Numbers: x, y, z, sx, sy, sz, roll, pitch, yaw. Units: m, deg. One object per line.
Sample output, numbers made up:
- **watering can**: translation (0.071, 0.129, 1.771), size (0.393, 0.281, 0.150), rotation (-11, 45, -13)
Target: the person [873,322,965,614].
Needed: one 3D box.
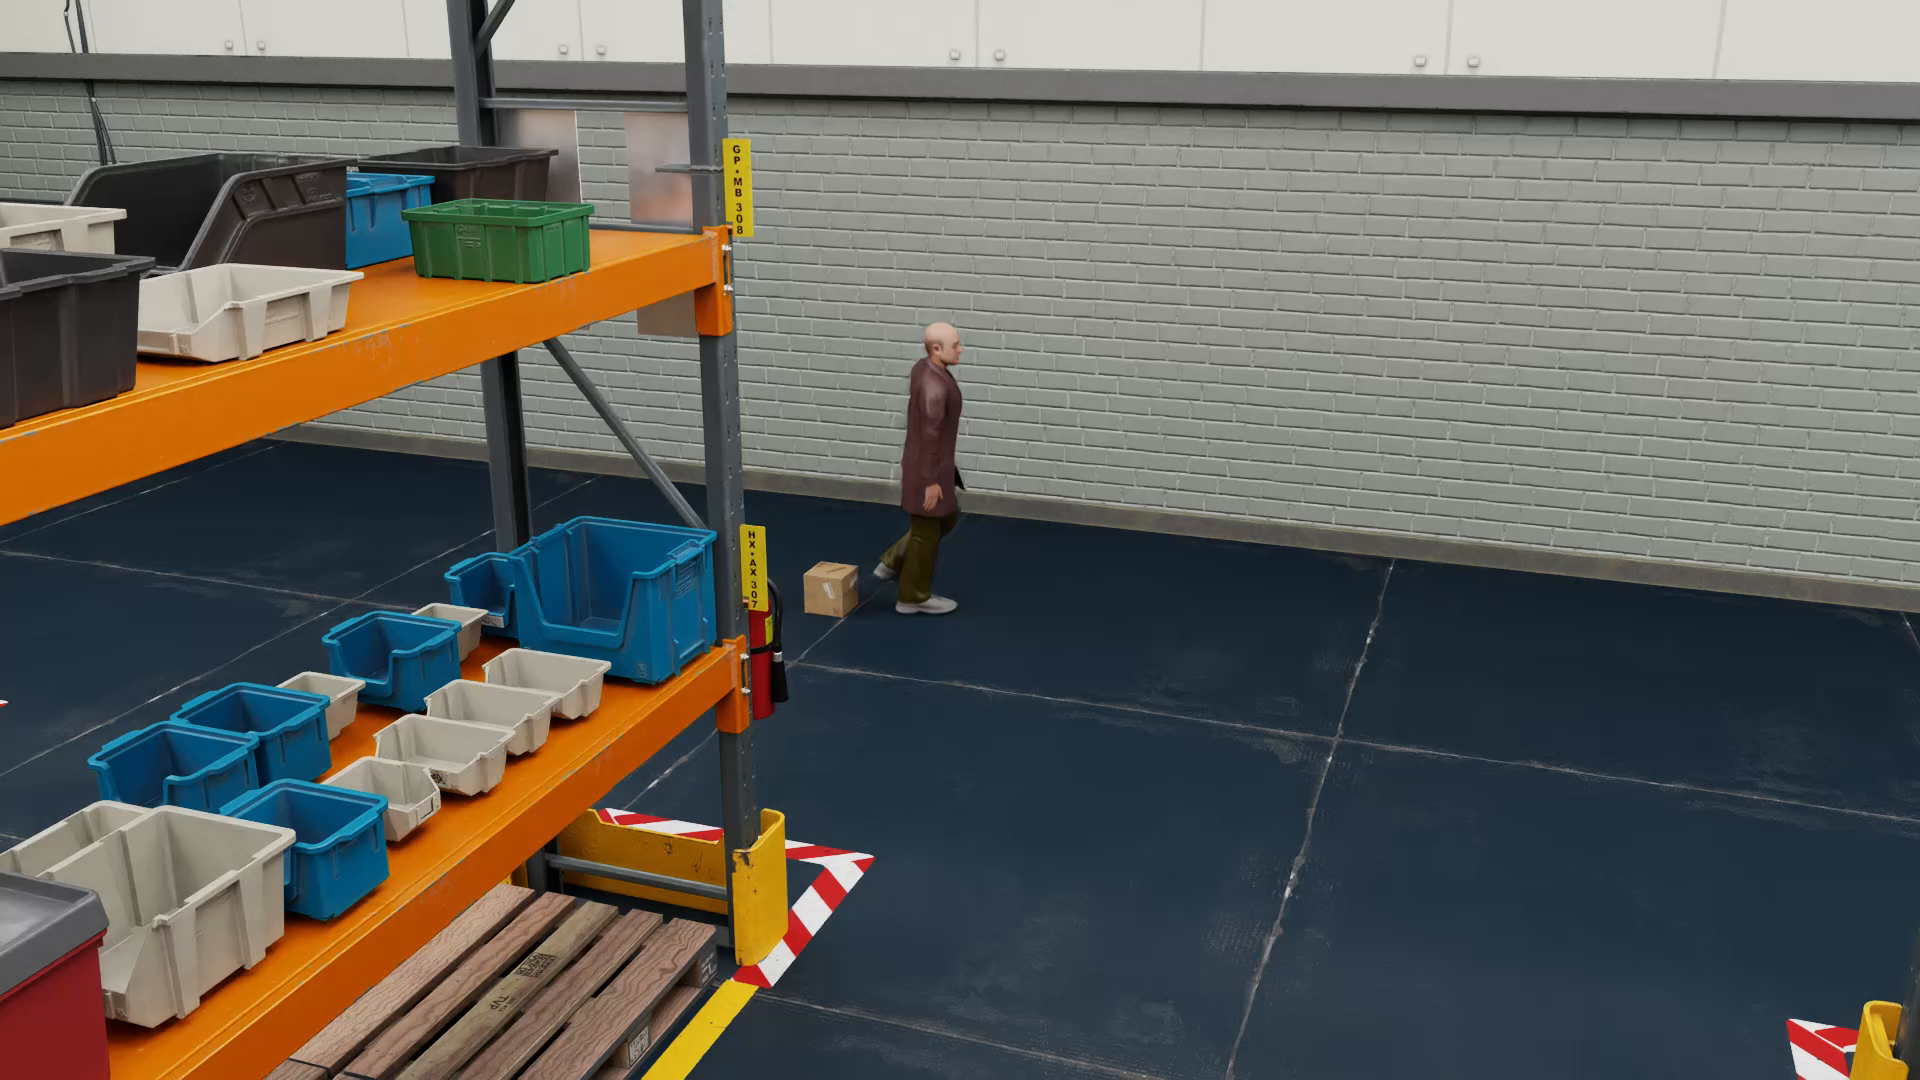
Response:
- **person**: translation (-0.236, -0.412, 9.791), size (0.567, 1.771, 0.626), rotation (-2, 18, -6)
